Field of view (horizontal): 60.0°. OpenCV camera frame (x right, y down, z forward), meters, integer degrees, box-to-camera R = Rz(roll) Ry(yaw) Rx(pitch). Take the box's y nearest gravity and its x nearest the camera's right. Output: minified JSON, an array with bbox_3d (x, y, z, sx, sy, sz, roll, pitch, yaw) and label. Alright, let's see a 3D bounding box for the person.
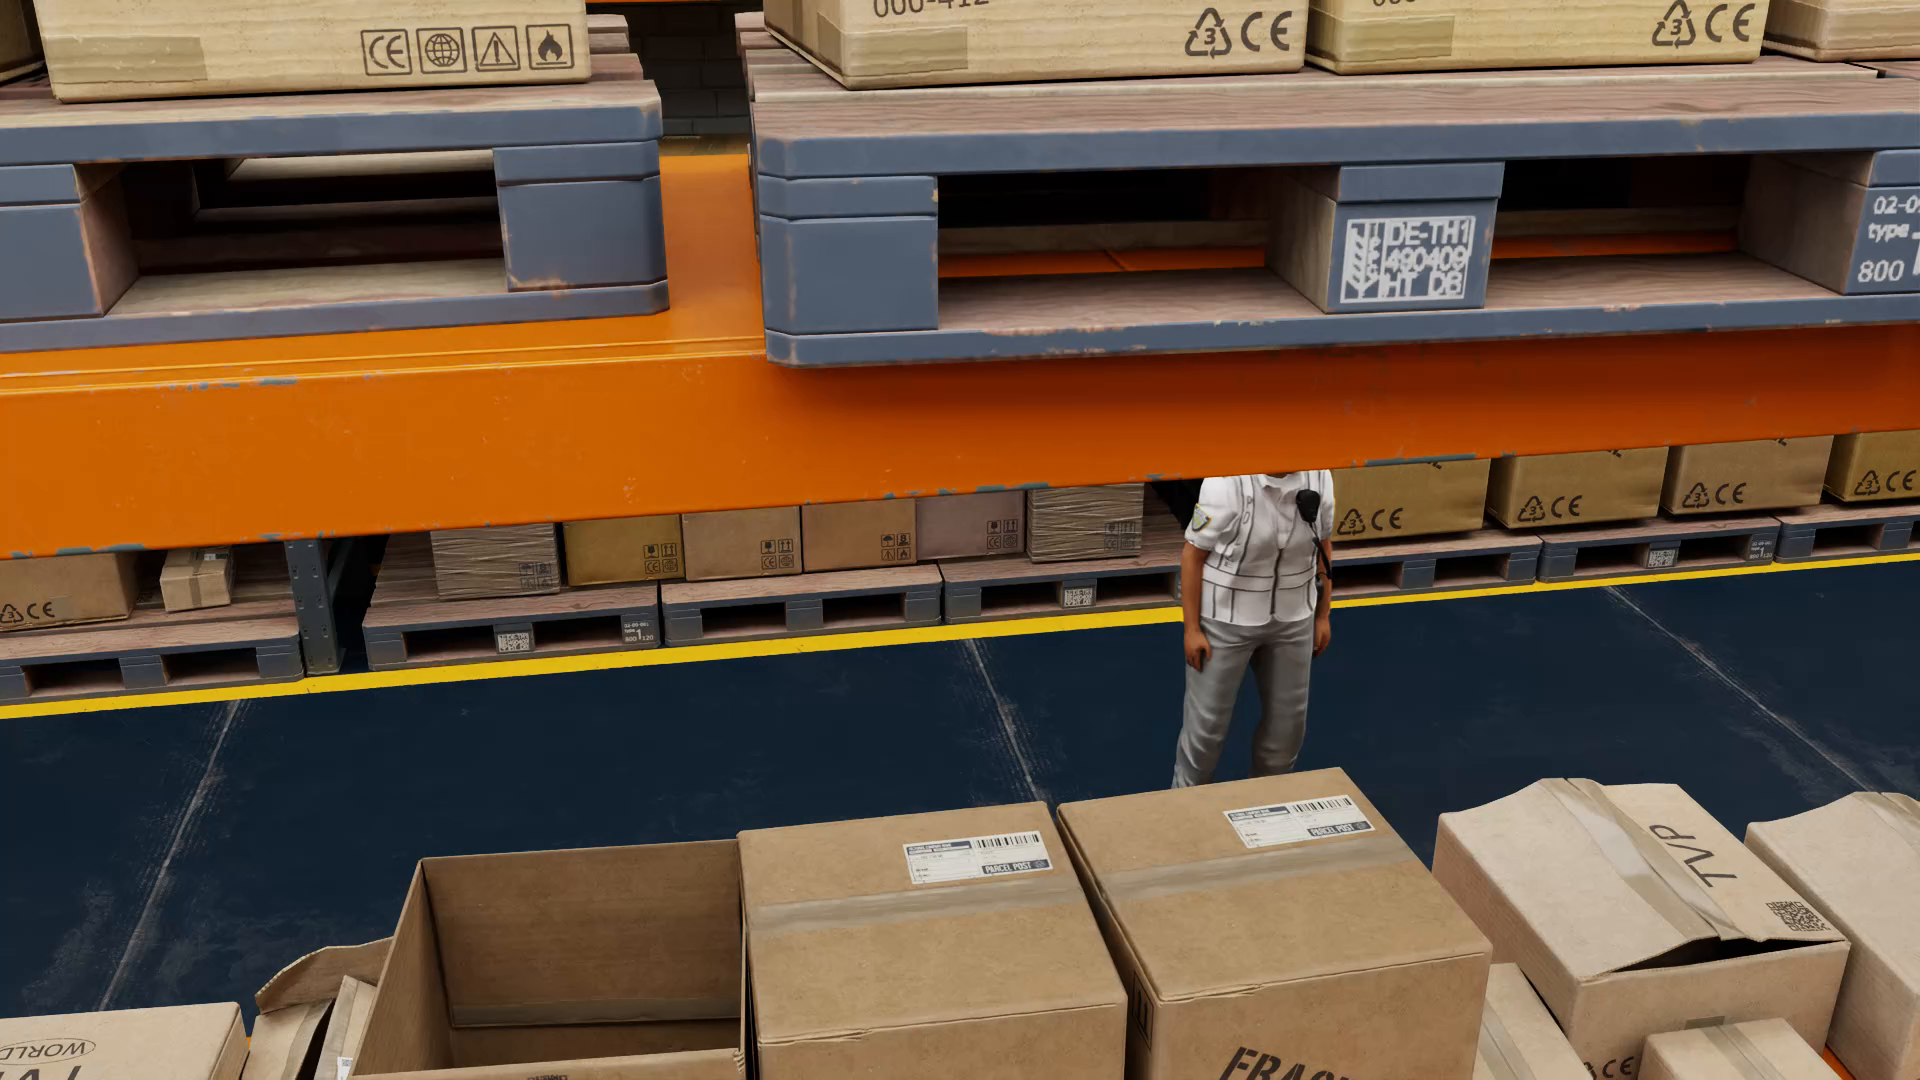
[{"bbox_3d":[0.960,0.281,5.443,0.564,1.666,0.468,-6,24,-13],"label":"person"}]
